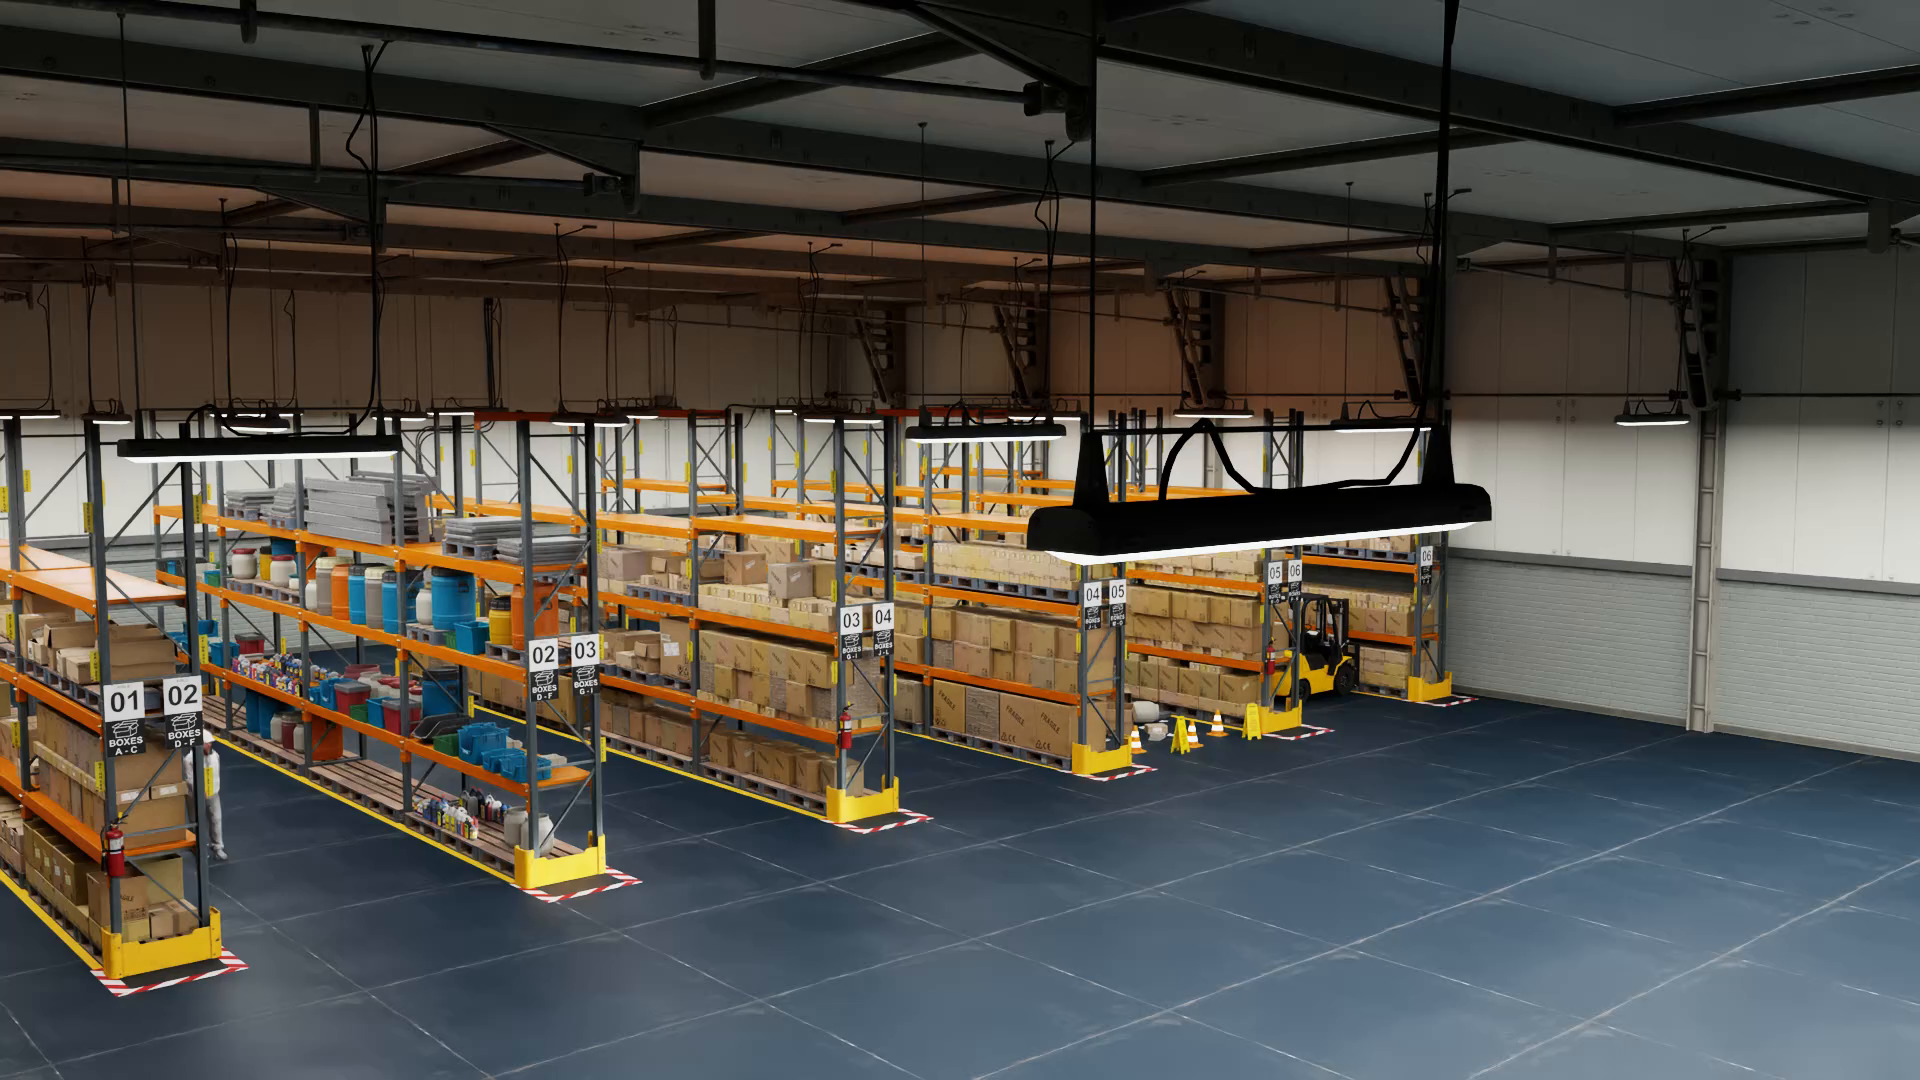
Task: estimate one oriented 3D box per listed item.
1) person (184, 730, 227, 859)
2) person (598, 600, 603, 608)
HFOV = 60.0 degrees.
[{"bbox_3d":[-10.326,3.461,22.772,0.958,1.723,0.524,4,7,41],"label":"person"},{"bbox_3d":[-9.213,1.732,42.861,1.030,1.605,0.478,4,6,36],"label":"person"}]
